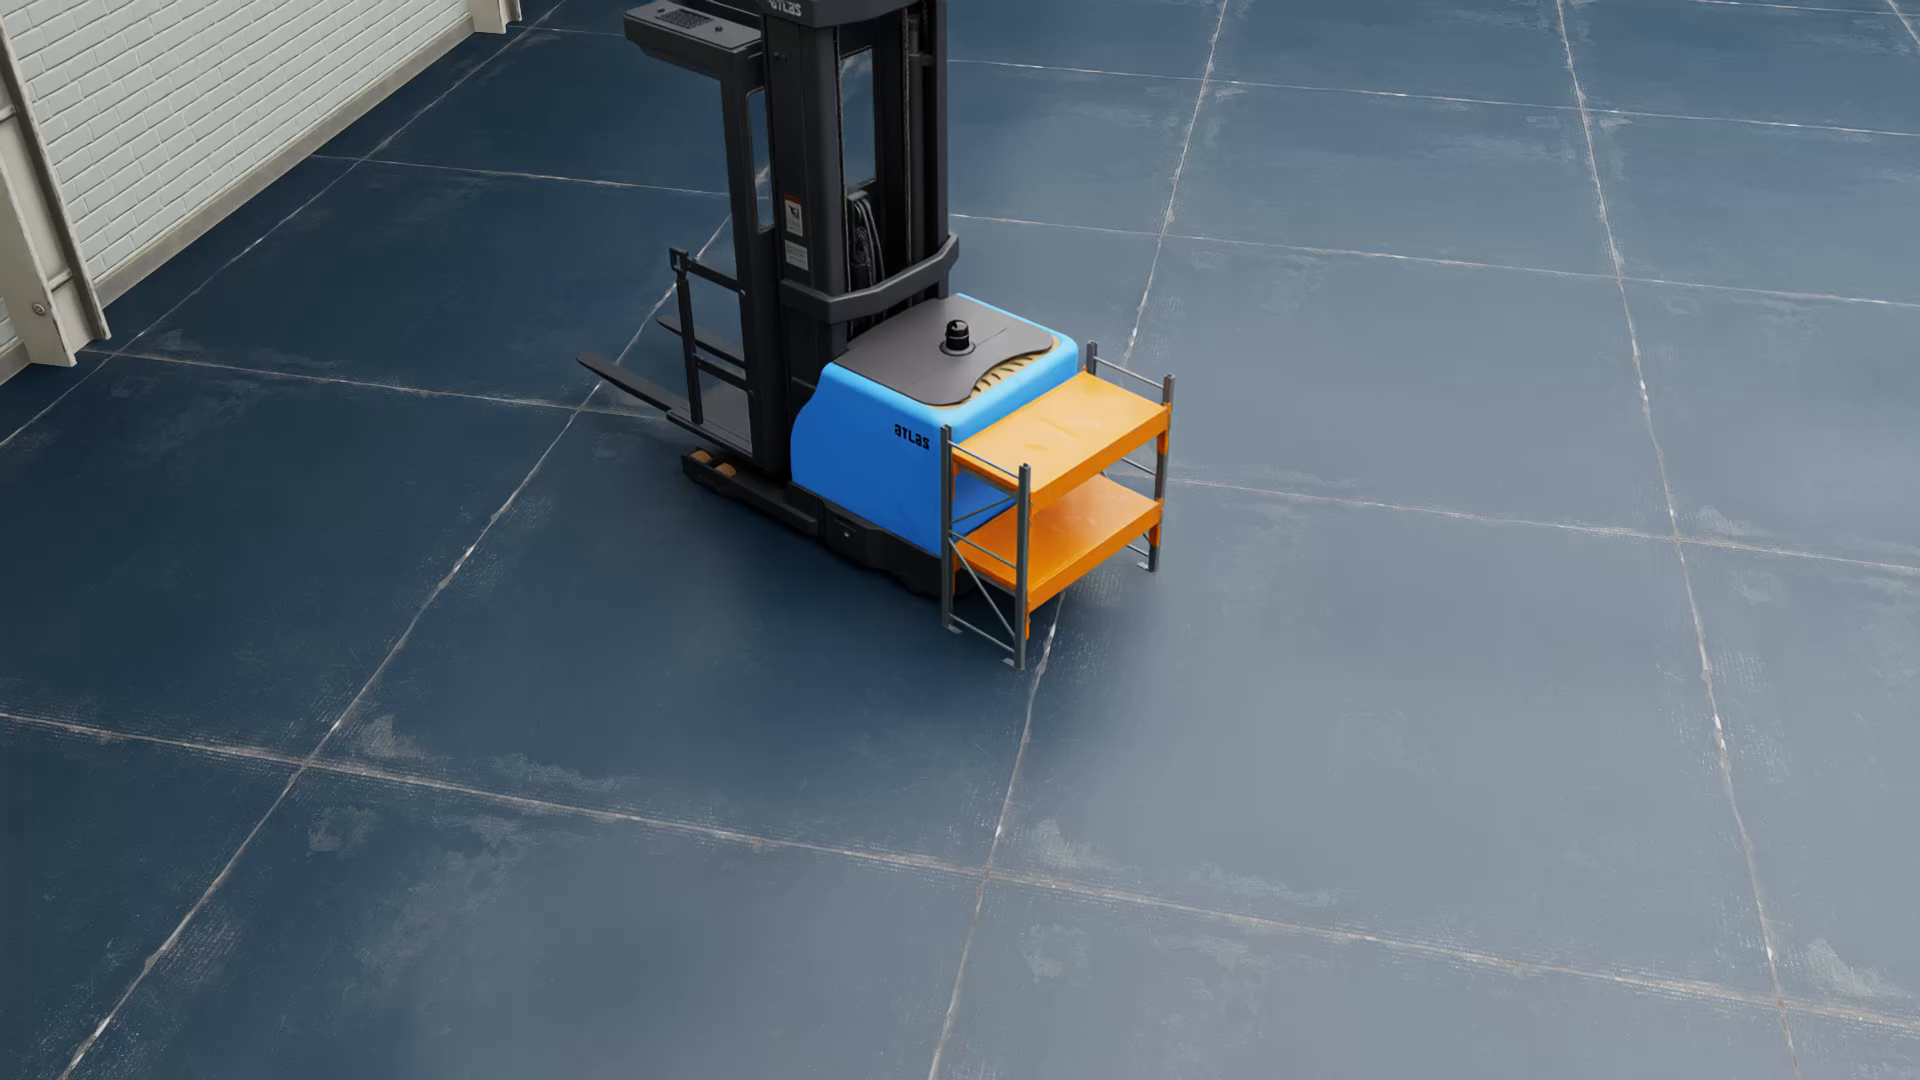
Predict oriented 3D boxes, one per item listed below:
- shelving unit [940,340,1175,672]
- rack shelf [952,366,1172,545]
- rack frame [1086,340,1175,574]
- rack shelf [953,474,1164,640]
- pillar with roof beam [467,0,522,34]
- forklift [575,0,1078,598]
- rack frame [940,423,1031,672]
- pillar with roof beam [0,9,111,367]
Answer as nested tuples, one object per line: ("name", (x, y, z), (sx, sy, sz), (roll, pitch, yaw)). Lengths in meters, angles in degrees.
("shelving unit", (0.452, -0.172, 7.798), (0.538, 1.125, 1.048), (28, 45, 33))
("rack shelf", (0.452, -0.409, 7.627), (0.538, 0.278, 1.000), (28, 45, 33))
("rack frame", (0.797, -0.391, 8.101), (0.500, 1.125, 0.032), (28, 45, 33))
("rack shelf", (0.452, 0.026, 7.942), (0.538, 0.278, 1.000), (28, 45, 33))
("pillar with roof beam", (0.064, -7.710, 11.490), (9.100, 9.000, 0.400), (7, 37, 10))
("forklift", (-0.858, -1.634, 8.277), (3.031, 2.935, 1.130), (27, 44, 32))
("rack frame", (0.107, 0.048, 7.496), (0.500, 1.125, 0.032), (28, 45, 33))
("pillar with roof beam", (-1.218, -4.270, 6.744), (9.100, 9.000, 0.400), (7, 37, 10))
